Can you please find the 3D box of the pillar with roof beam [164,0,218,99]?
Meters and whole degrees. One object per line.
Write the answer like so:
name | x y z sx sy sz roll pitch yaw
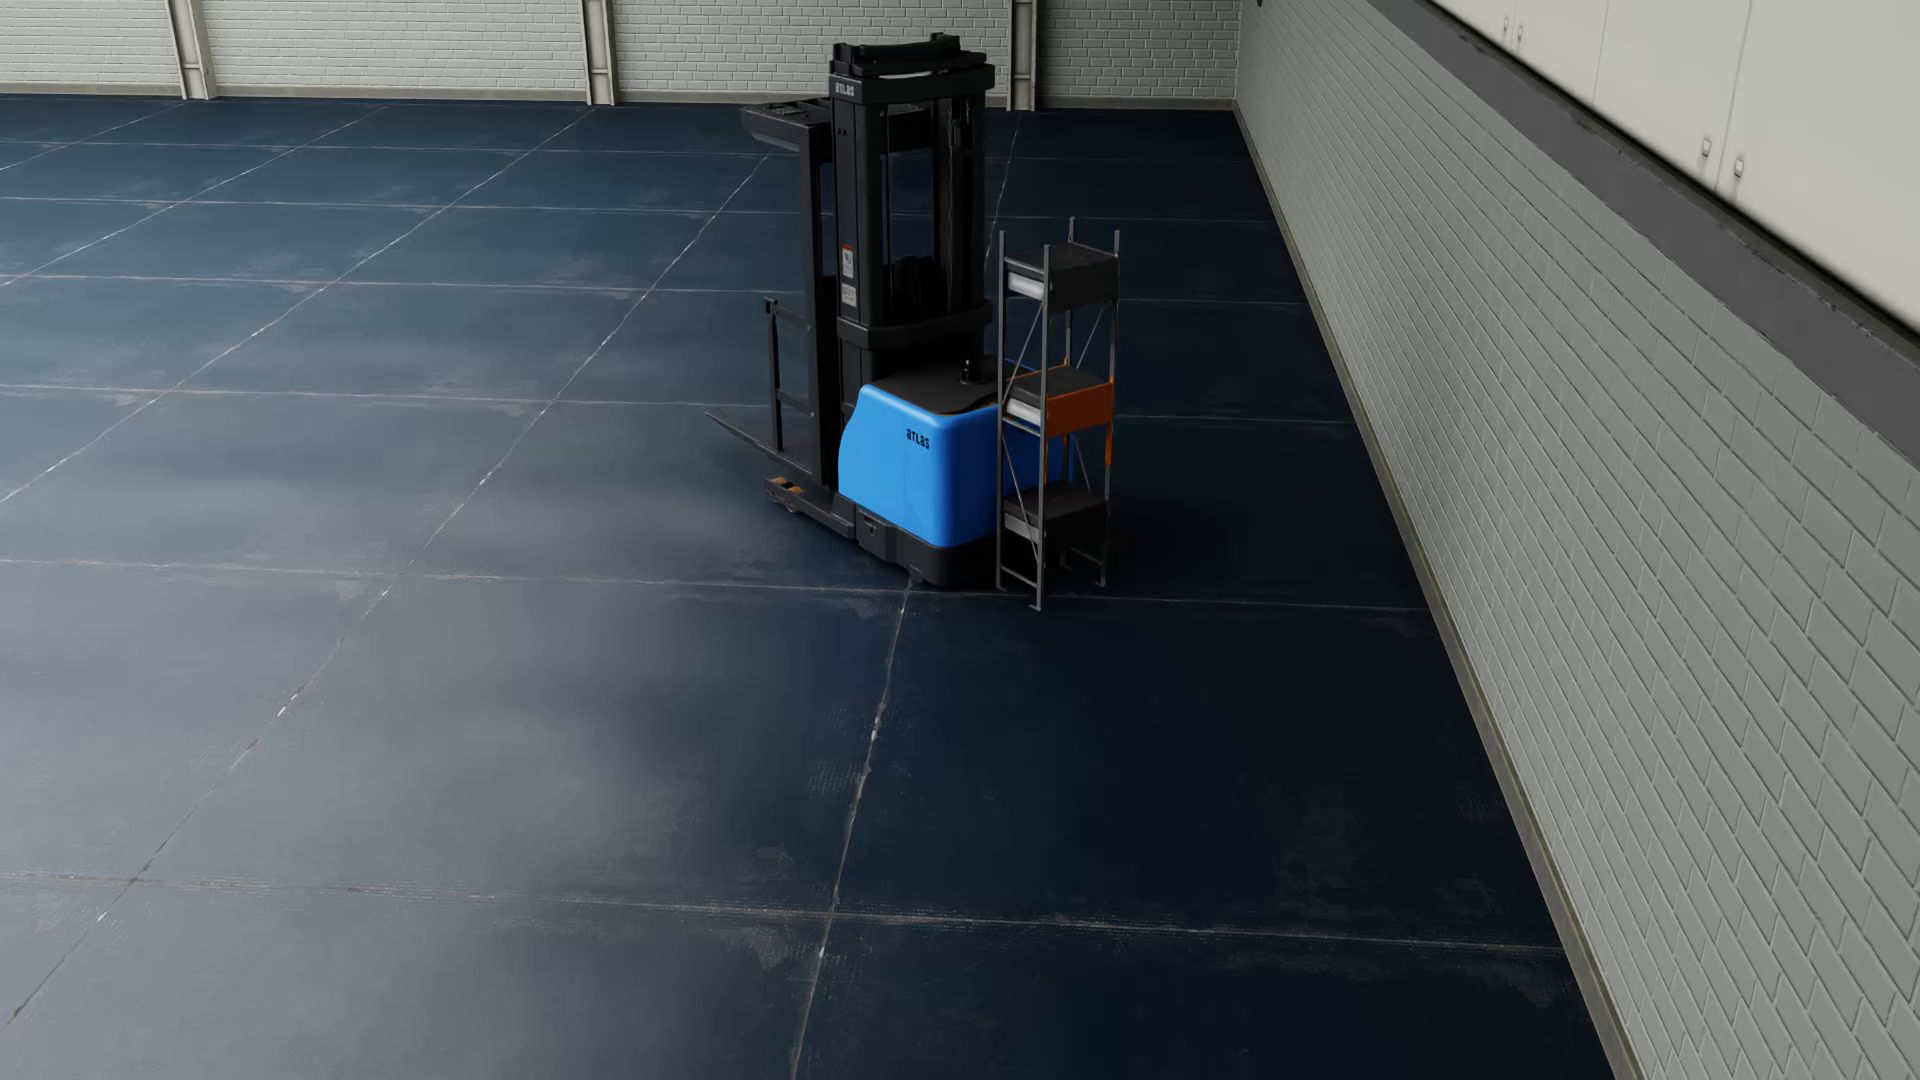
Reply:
pillar with roof beam | -11.428 -8.765 18.532 0.400 9.000 9.100 2 25 4

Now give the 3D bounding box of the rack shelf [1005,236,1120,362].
rack shelf | 0.530 -1.301 8.923 0.480 0.518 0.431 -18 30 -34

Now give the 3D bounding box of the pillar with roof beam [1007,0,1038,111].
pillar with roof beam | 0.536 -8.381 17.698 0.400 9.000 9.100 2 25 4

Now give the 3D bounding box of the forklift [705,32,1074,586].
forklift | -0.609 -1.617 10.259 1.130 2.935 3.031 -18 30 -34

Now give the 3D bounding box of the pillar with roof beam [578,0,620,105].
pillar with roof beam | -5.446 -8.573 18.115 0.400 9.000 9.100 2 25 4

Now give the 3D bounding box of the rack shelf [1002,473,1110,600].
rack shelf | 0.530 -0.029 9.508 0.480 0.518 0.431 -18 30 -34

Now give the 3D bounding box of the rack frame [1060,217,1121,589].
rack frame | 0.724 -0.739 9.345 0.015 2.100 0.400 -18 30 -34

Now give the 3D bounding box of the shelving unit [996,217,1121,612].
shelving unit | 0.530 -0.677 9.210 0.503 2.100 0.431 -18 30 -34

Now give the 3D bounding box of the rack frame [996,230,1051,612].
rack frame | 0.337 -0.615 9.075 0.015 2.100 0.400 -18 30 -34

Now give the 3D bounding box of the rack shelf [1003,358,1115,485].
rack shelf | 0.530 -0.665 9.216 0.480 0.518 0.431 -18 30 -34

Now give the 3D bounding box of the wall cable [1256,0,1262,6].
wall cable | 3.702 -8.119 20.843 0.112 2.526 3.097 2 25 4
